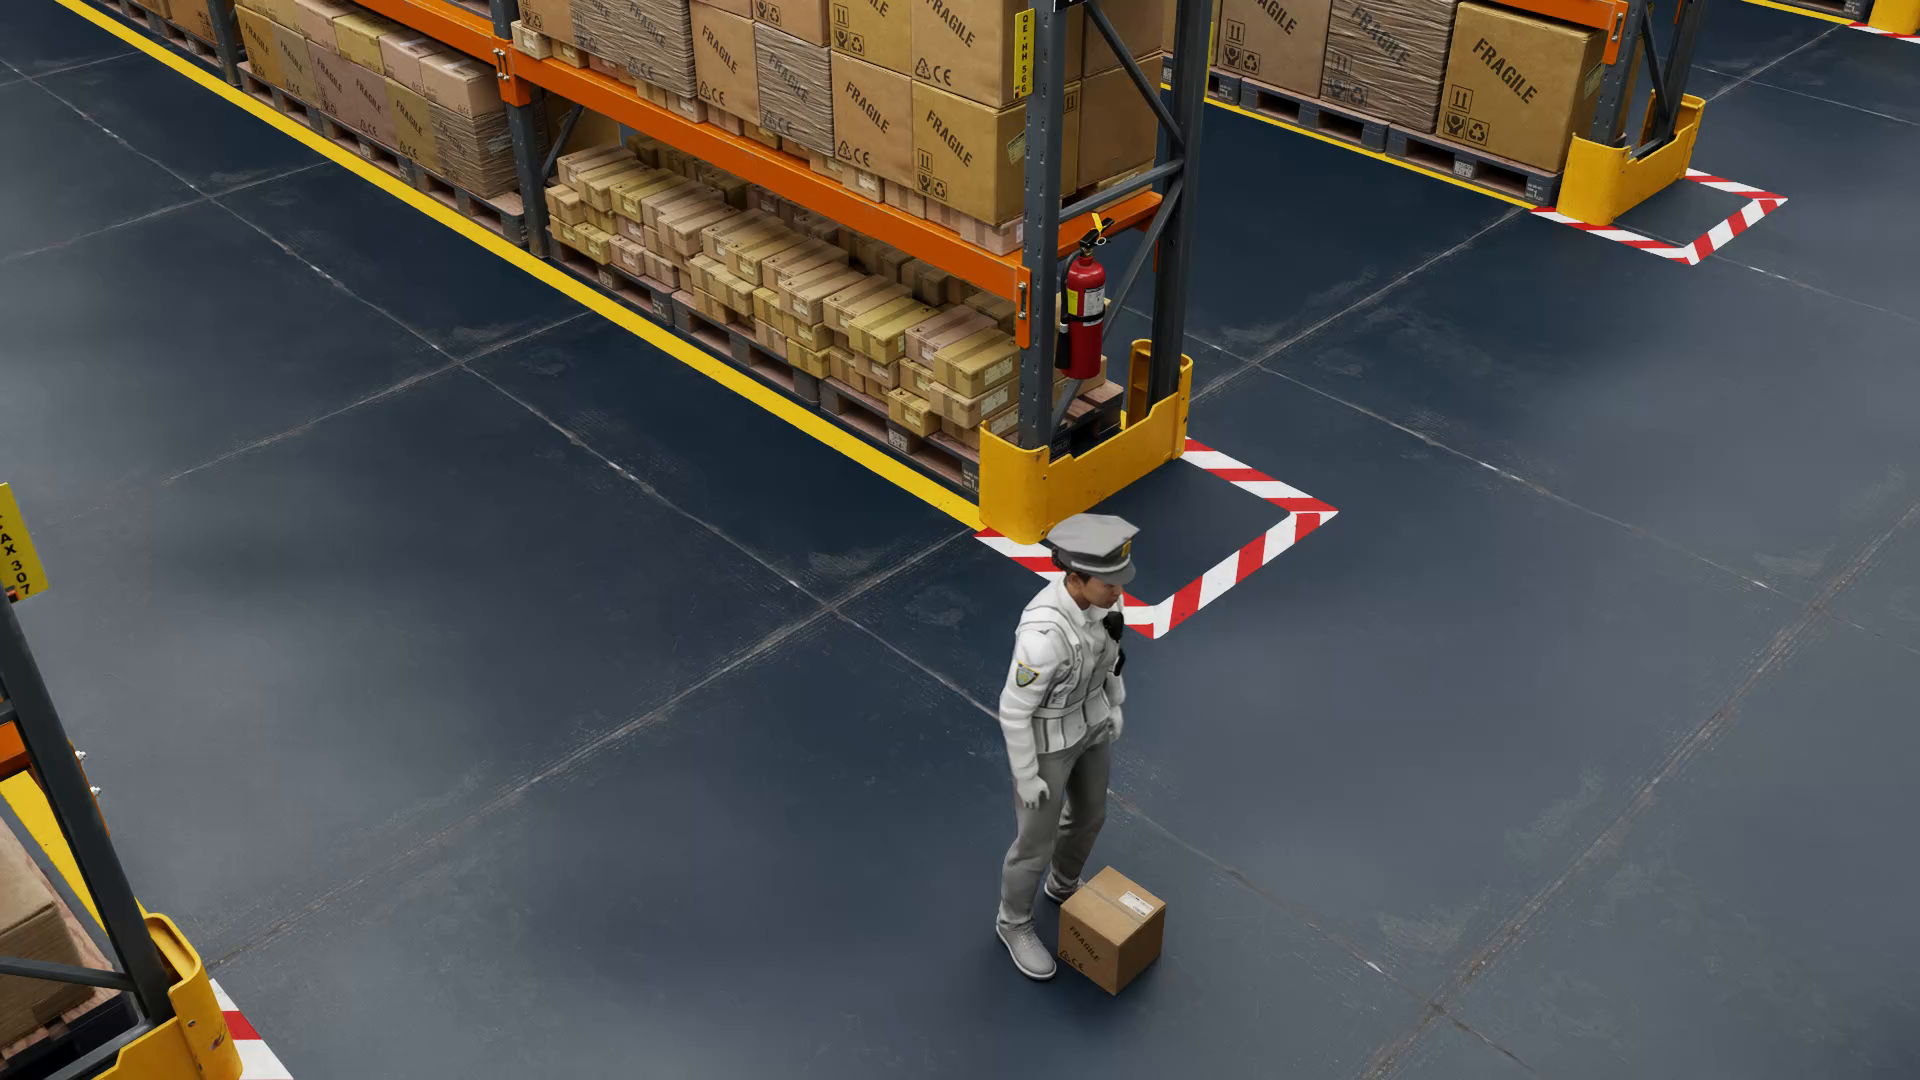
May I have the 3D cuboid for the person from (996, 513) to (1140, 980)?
[{"bbox_3d":[0.334,0.626,5.269,0.372,1.666,0.547,27,44,33],"label":"person"}]
